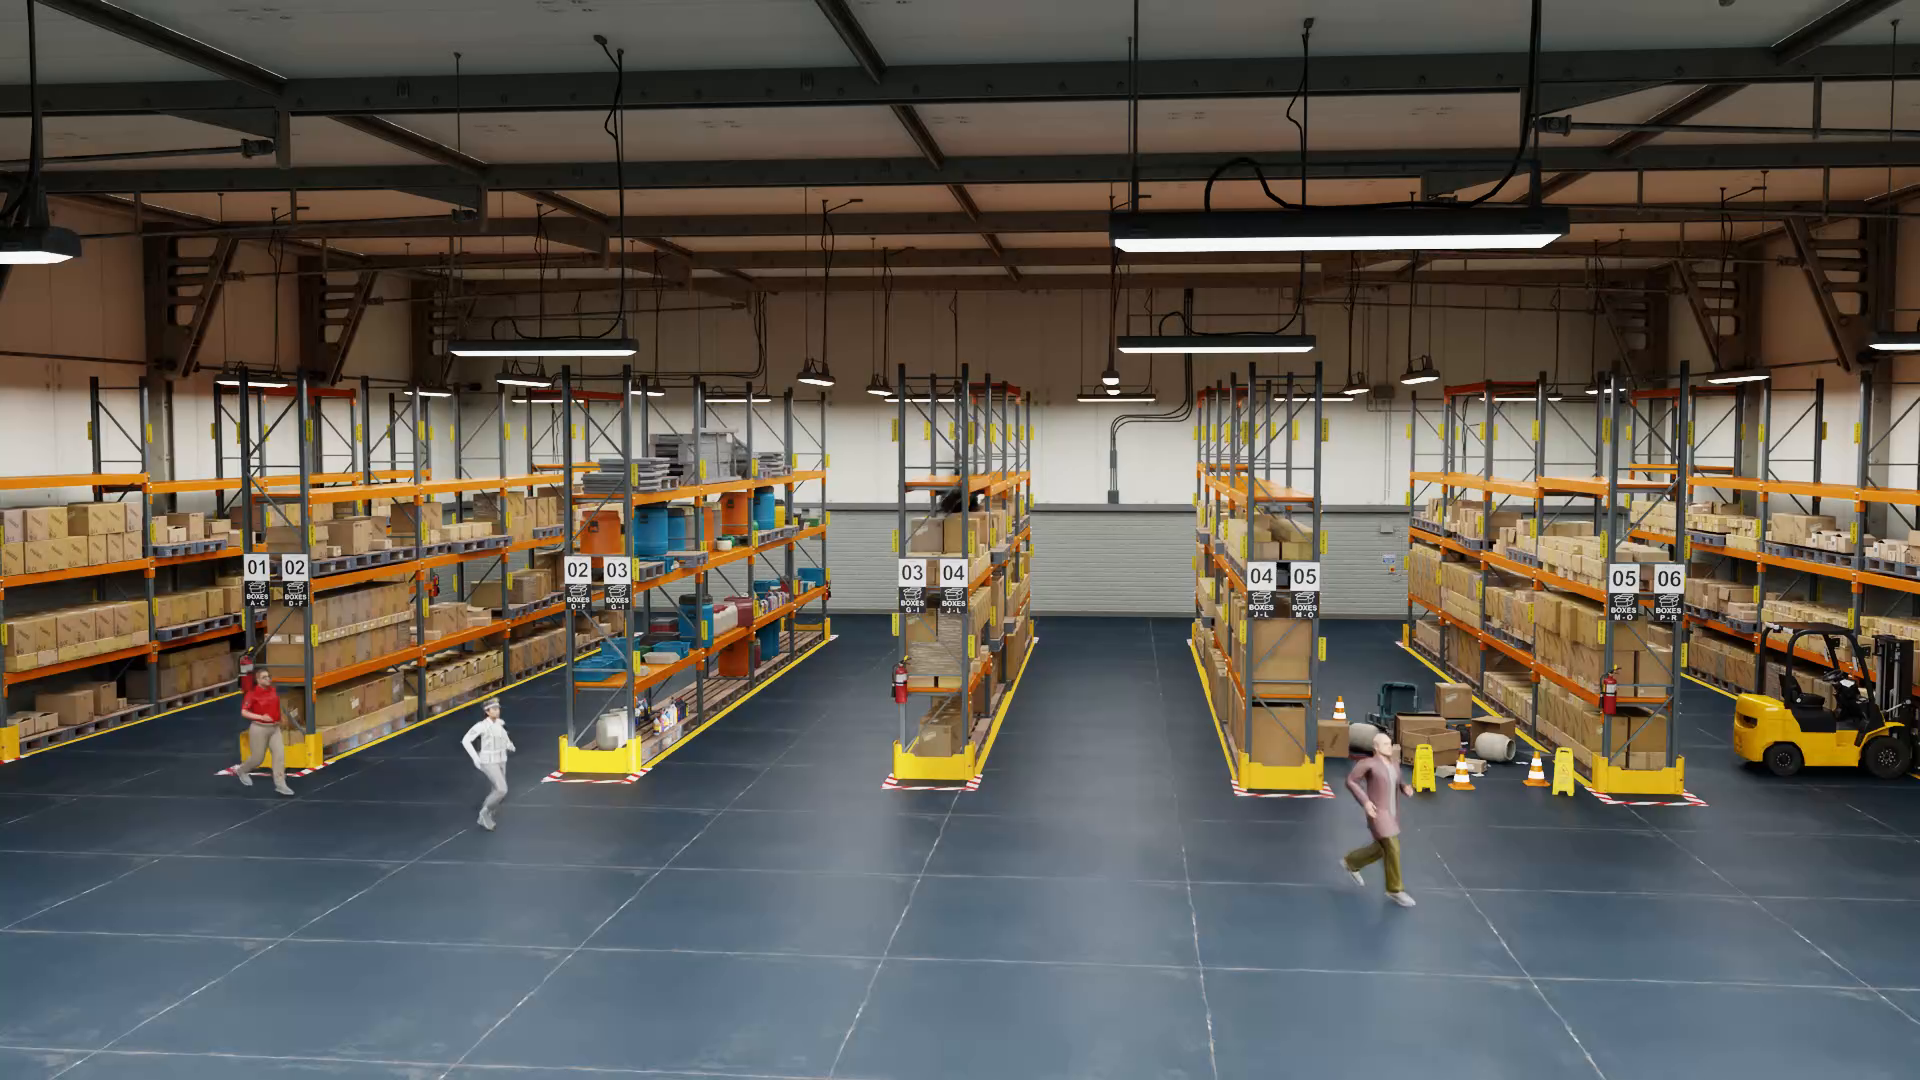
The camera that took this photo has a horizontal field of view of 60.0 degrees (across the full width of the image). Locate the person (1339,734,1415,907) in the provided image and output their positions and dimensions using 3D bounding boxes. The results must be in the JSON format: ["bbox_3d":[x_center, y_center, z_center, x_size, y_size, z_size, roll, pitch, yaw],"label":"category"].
[{"bbox_3d":[4.523,2.965,17.917,0.693,1.793,0.977,-3,5,-41],"label":"person"}]

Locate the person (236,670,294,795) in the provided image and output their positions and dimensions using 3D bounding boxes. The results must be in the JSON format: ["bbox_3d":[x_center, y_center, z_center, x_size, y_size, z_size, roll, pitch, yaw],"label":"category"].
[{"bbox_3d":[-9.646,2.654,23.052,0.983,1.718,0.675,2,4,29],"label":"person"}]

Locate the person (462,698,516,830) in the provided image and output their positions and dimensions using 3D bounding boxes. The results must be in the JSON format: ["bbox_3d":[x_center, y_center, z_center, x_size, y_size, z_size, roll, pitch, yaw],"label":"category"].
[{"bbox_3d":[-5.852,2.814,20.918,0.641,1.660,0.586,2,4,27],"label":"person"}]
